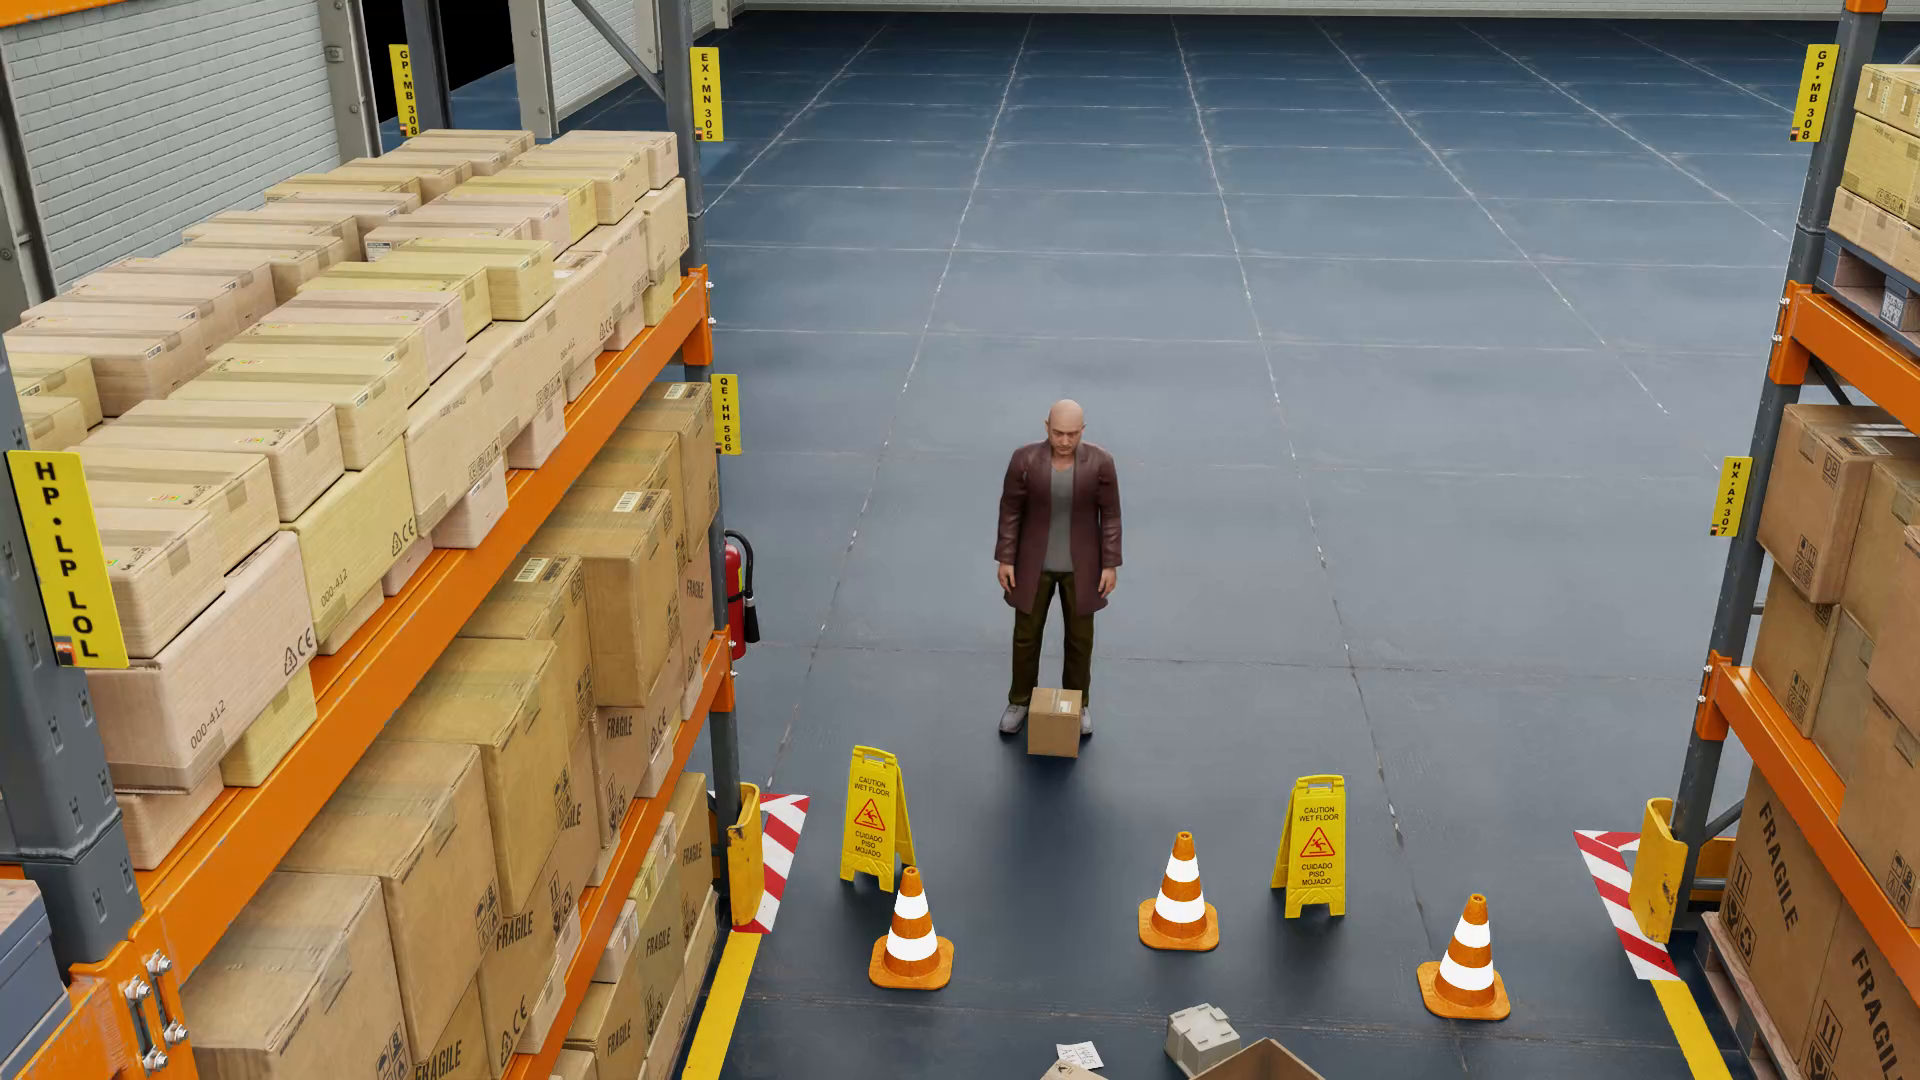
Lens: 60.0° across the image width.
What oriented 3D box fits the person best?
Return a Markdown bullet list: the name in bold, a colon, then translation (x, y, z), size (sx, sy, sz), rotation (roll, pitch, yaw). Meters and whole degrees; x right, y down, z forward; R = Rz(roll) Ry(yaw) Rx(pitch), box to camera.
- **person**: translation (0.491, 0.126, 8.342), size (0.644, 1.774, 0.427), rotation (2, 24, 4)
